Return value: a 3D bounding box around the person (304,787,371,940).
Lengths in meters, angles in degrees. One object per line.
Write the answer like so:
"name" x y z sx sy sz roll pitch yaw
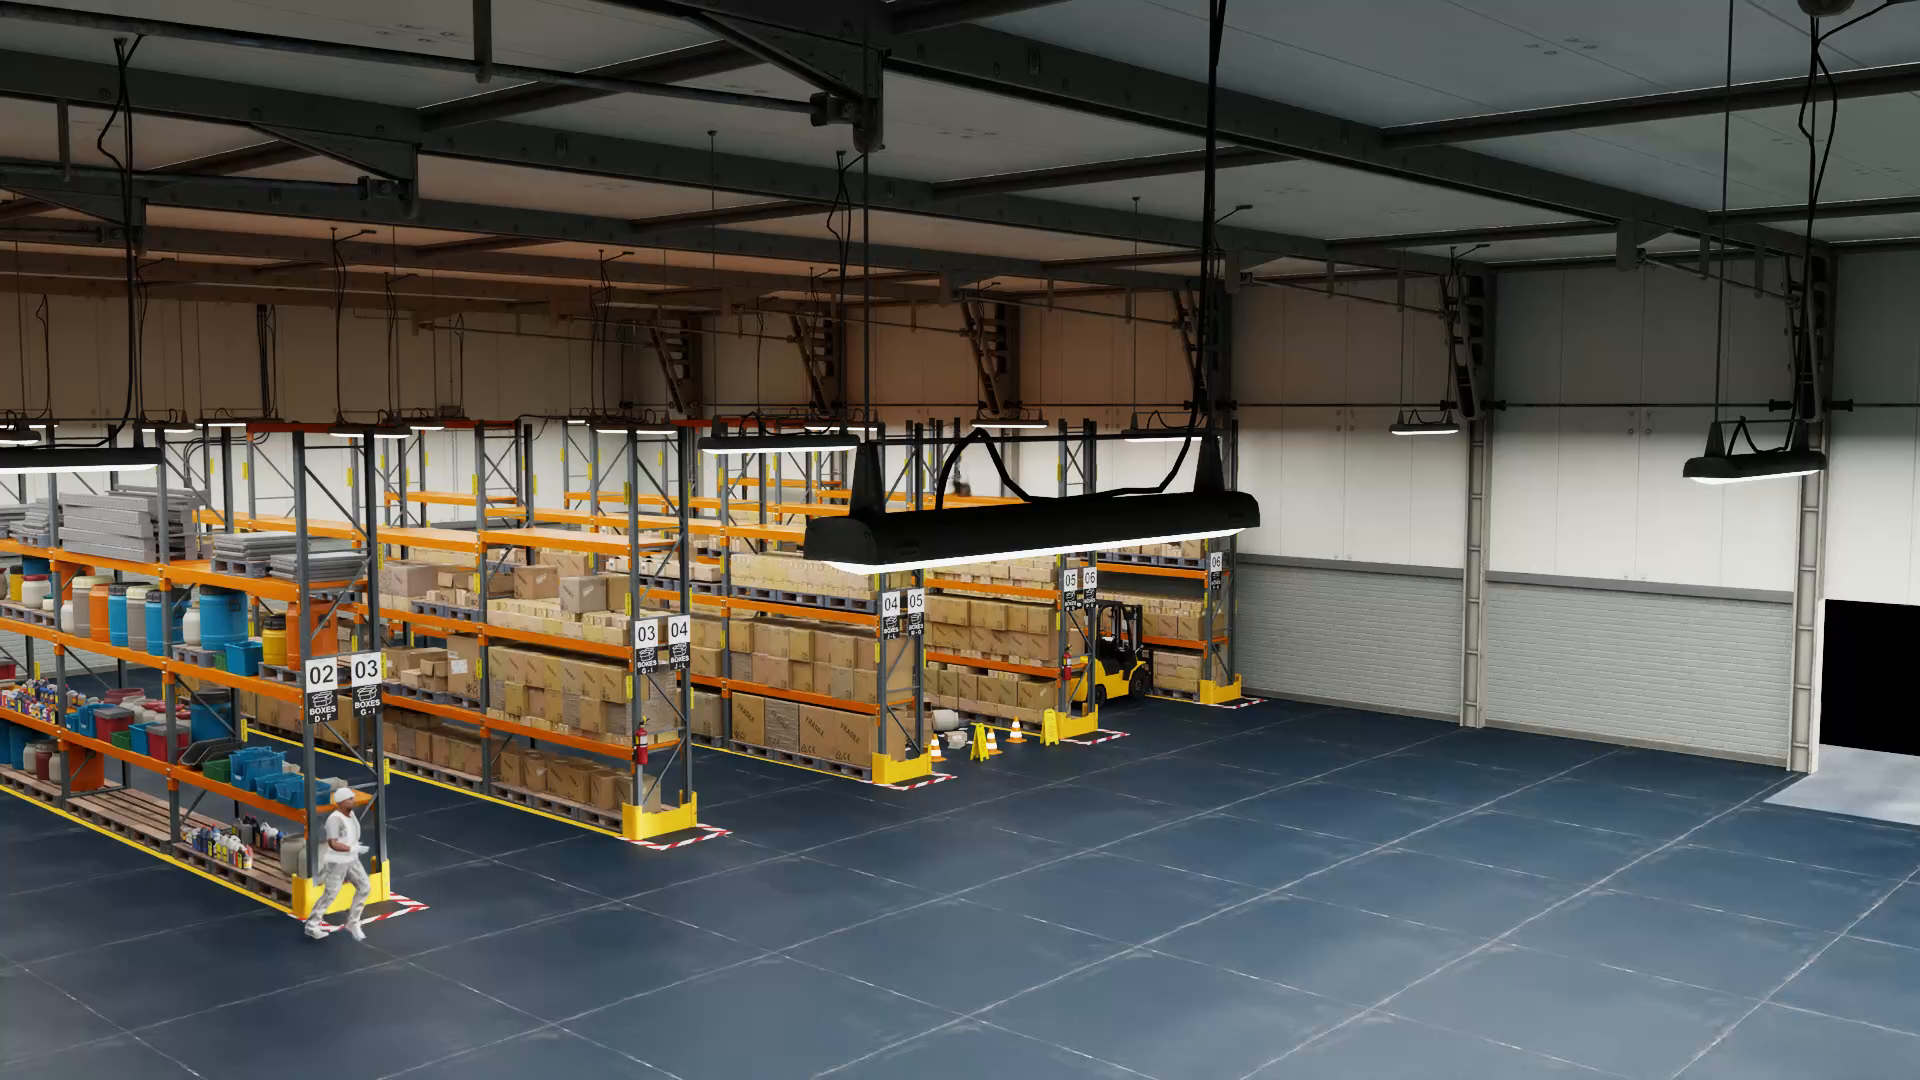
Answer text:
"person" -7.329 3.846 19.722 0.743 1.845 0.726 0 5 3
